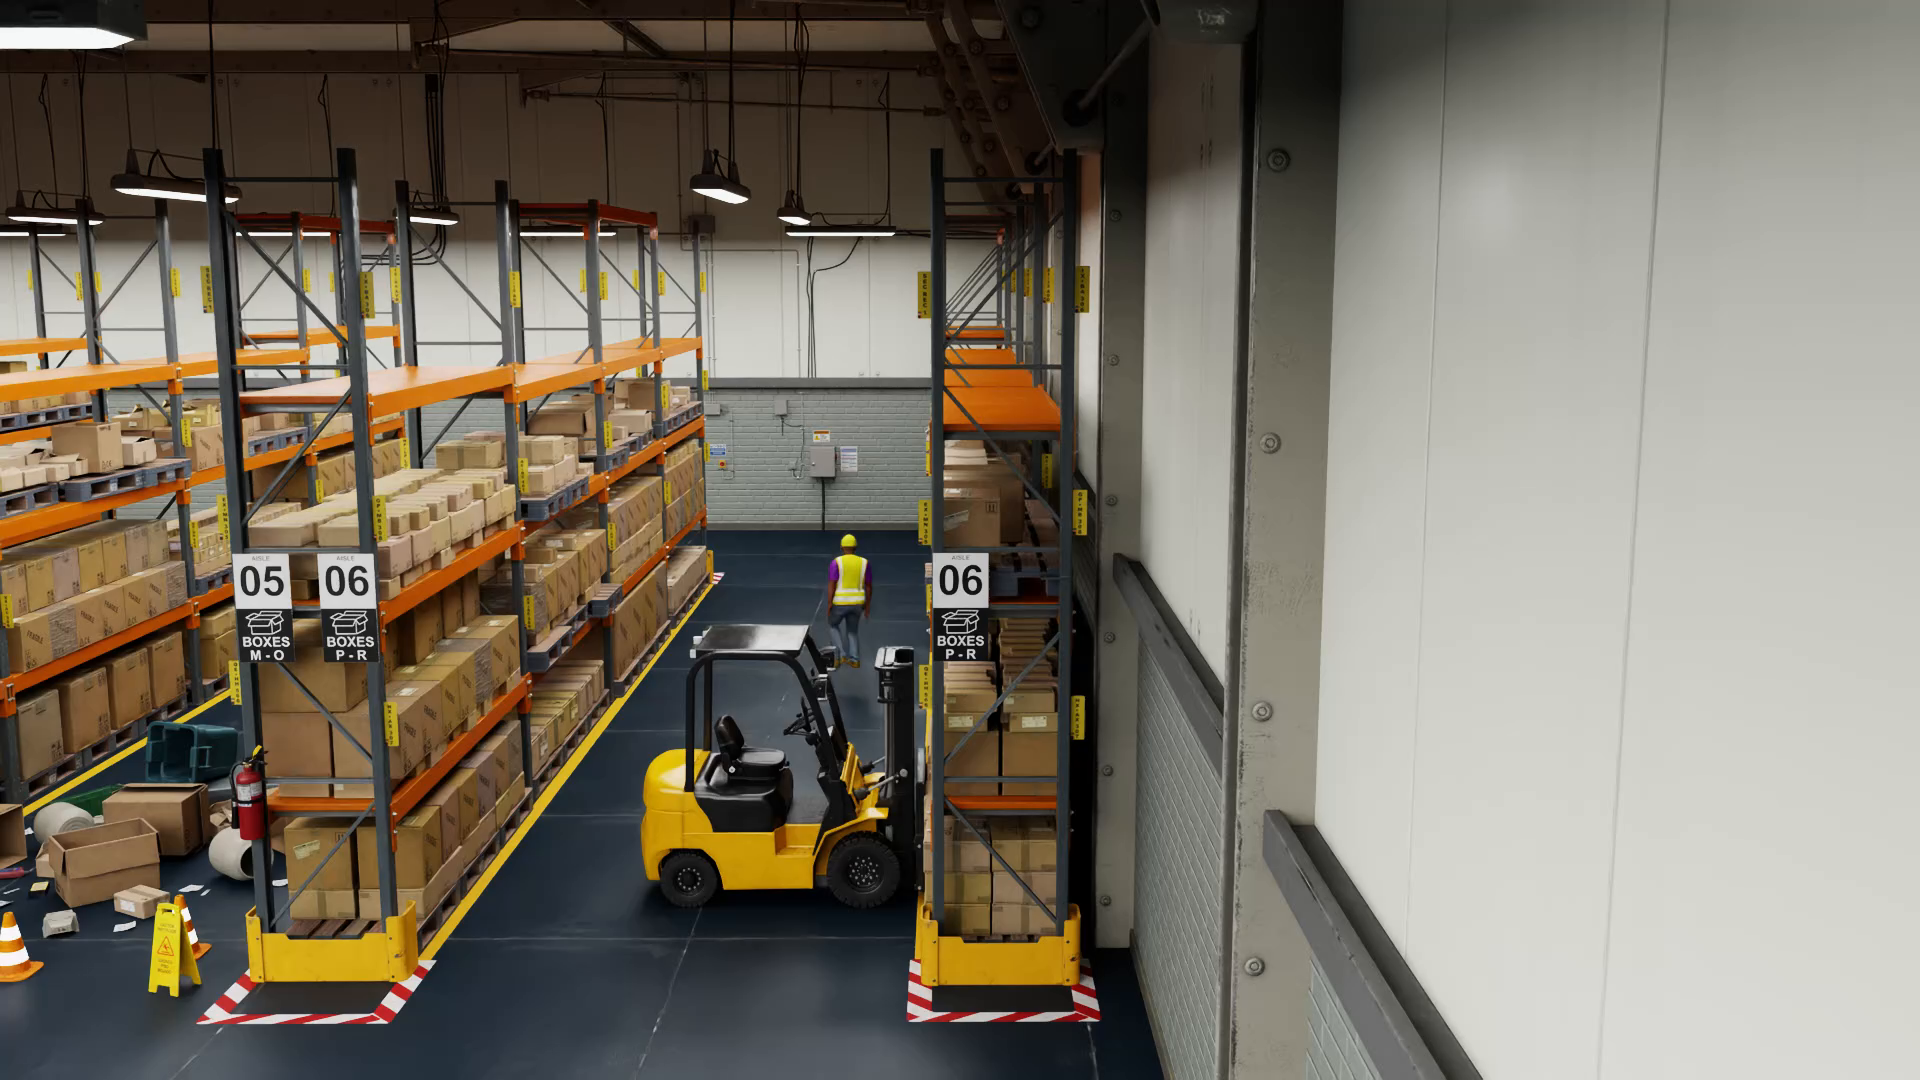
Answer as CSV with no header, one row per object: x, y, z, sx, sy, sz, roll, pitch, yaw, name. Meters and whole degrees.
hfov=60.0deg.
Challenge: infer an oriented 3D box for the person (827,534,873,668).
-1.399,0.785,20.872,0.623,1.695,0.604,-3,10,-20,person
